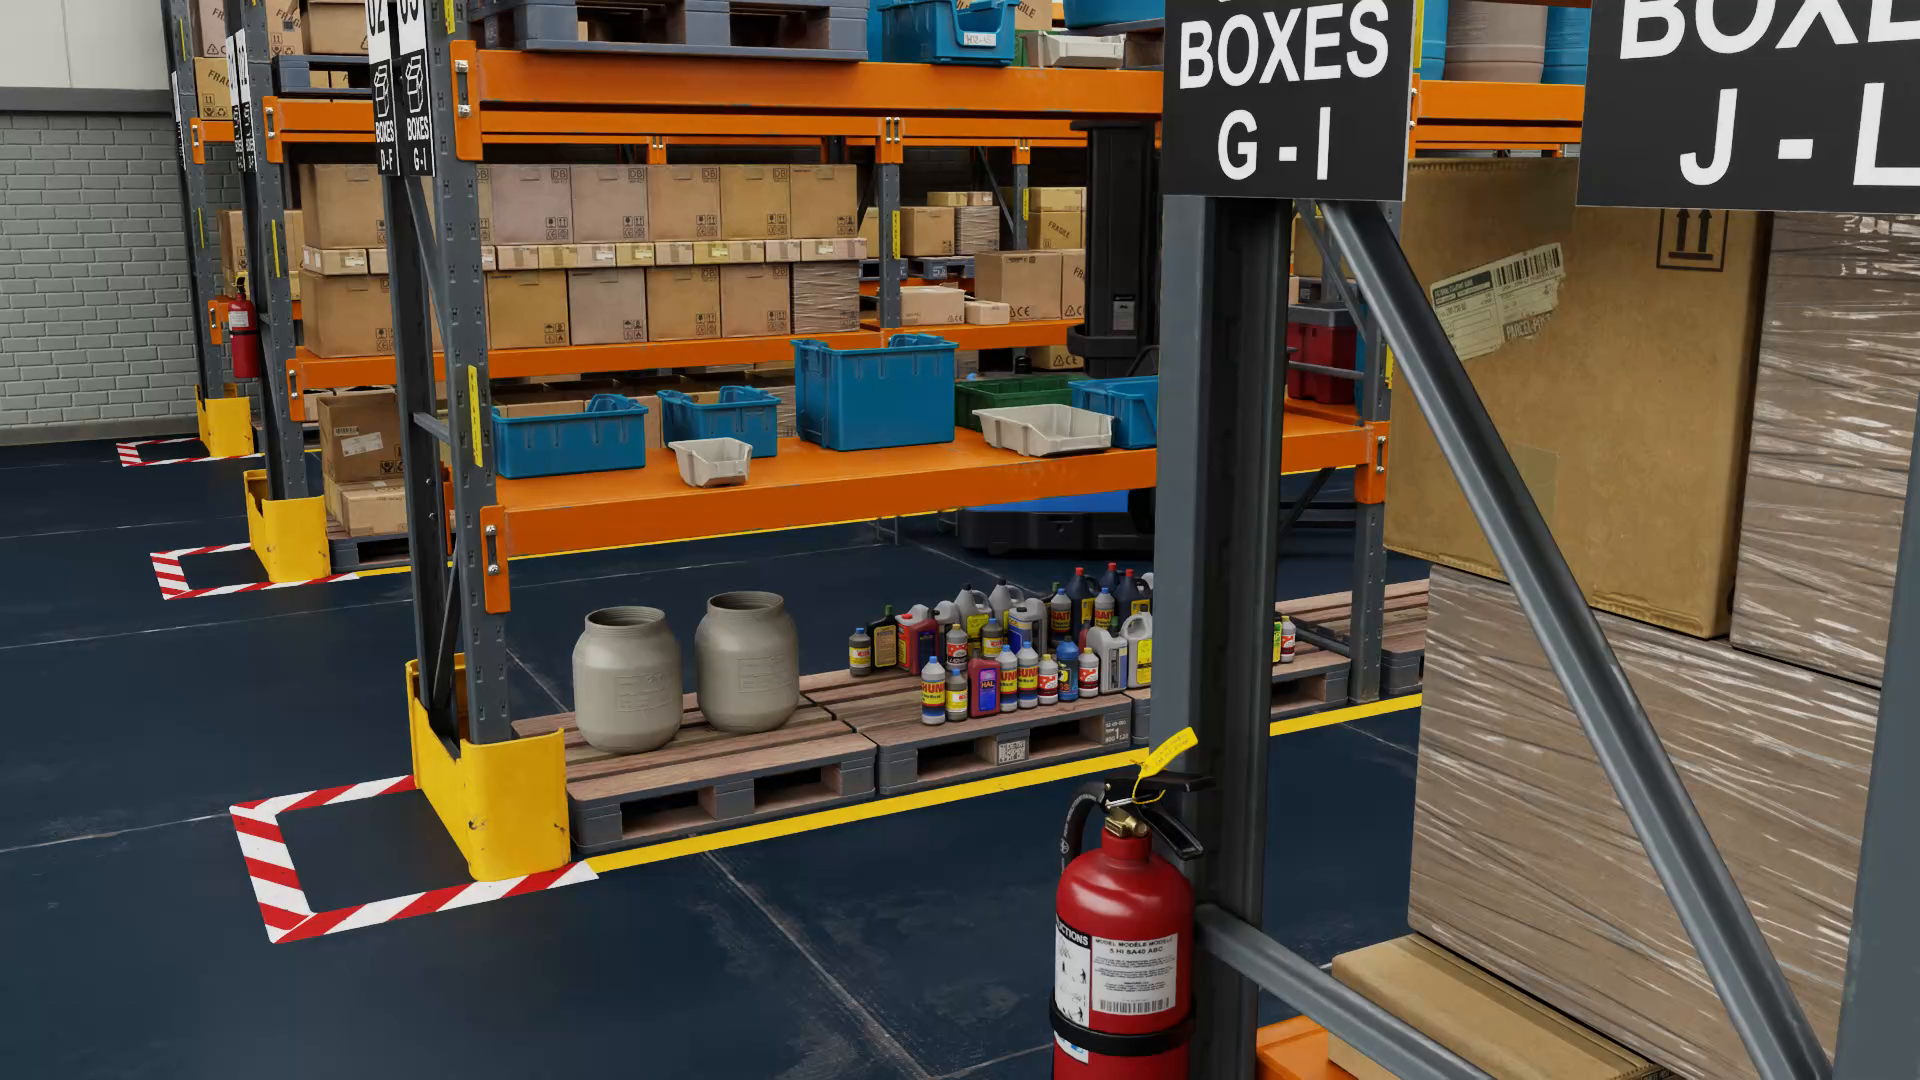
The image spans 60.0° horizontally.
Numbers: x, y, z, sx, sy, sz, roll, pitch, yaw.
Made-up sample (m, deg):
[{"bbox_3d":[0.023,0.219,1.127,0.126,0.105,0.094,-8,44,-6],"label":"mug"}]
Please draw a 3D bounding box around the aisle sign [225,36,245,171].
[{"bbox_3d":[-4.418,-2.651,10.135,0.004,0.787,0.394,-7,14,-28],"label":"aisle sign"}]

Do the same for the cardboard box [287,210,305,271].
[{"bbox_3d":[-5.594,-2.632,14.560,0.500,0.500,0.500,-7,14,-28],"label":"cardboard box"}]

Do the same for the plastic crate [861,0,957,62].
[{"bbox_3d":[-0.320,-2.092,6.778,0.575,0.384,0.392,-7,14,-28],"label":"plastic crate"}]

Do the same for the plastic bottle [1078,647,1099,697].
[{"bbox_3d":[0.548,0.563,7.145,0.097,0.201,0.097,0,13,0],"label":"plastic bottle"}]

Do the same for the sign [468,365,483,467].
[{"bbox_3d":[-1.589,-0.406,5.452,0.005,0.325,0.100,-7,14,-28],"label":"sign"}]

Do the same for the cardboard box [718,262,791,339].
[{"bbox_3d":[-1.555,-1.698,11.593,0.500,0.500,0.700,-7,14,-28],"label":"cardboard box"}]

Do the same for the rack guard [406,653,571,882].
[{"bbox_3d":[-1.805,0.825,6.306,0.348,0.500,1.175,-7,14,-28],"label":"rack guard"}]

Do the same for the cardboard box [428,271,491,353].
[{"bbox_3d":[-3.345,-1.484,10.645,0.500,0.500,0.700,-6,14,-26],"label":"cardboard box"}]

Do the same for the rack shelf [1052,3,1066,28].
[{"bbox_3d":[2.181,-5.720,18.578,4.000,0.370,1.077,-7,14,-28],"label":"rack shelf"}]

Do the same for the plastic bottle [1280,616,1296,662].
[{"bbox_3d":[1.493,0.450,7.648,0.097,0.201,0.097,0,13,0],"label":"plastic bottle"}]

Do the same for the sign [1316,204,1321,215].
[{"bbox_3d":[4.205,-3.972,19.470,0.005,0.325,0.100,-7,14,-28],"label":"sign"}]

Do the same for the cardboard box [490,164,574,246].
[{"bbox_3d":[-2.856,-2.176,10.765,0.500,0.500,0.700,-7,14,-28],"label":"cardboard box"}]

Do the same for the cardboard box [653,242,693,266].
[{"bbox_3d":[-1.960,-1.916,11.084,0.250,0.149,0.380,-6,14,-26],"label":"cardboard box"}]

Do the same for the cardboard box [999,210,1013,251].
[{"bbox_3d":[0.714,-3.433,18.580,0.500,0.500,0.500,-7,14,-28],"label":"cardboard box"}]

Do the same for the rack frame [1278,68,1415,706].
[{"bbox_3d":[1.662,-0.799,7.826,0.127,3.000,1.000,-7,14,-28],"label":"rack frame"}]

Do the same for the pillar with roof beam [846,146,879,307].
[{"bbox_3d":[0.933,-5.256,13.967,0.400,9.000,9.100,-7,14,-28],"label":"pillar with roof beam"}]

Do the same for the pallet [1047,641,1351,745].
[{"bbox_3d":[1.052,0.624,7.854,1.213,0.211,1.003,-7,14,-28],"label":"pallet"}]

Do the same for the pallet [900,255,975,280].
[{"bbox_3d":[-0.149,-2.940,17.776,1.003,0.211,1.213,-7,14,-28],"label":"pallet"}]

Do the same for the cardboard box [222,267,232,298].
[{"bbox_3d":[-6.279,-2.310,14.838,0.500,0.250,0.500,-7,14,-27],"label":"cardboard box"}]

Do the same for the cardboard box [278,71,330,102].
[{"bbox_3d":[-5.694,-3.846,14.260,0.500,0.500,0.500,-6,14,-24],"label":"cardboard box"}]

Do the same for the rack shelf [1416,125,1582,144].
[{"bbox_3d":[4.558,-3.497,14.624,4.000,0.370,1.077,-7,14,-28],"label":"rack shelf"}]

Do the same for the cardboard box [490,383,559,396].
[{"bbox_3d":[-3.020,-0.784,11.358,0.500,0.500,0.500,-7,14,-28],"label":"cardboard box"}]

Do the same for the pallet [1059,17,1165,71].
[{"bbox_3d":[1.075,-2.075,7.096,1.003,0.211,1.213,-7,14,-28],"label":"pallet"}]

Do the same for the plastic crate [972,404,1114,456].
[{"bbox_3d":[0.358,-0.450,6.879,0.437,0.136,0.530,-7,14,-28],"label":"plastic crate"}]

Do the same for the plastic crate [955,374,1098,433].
[{"bbox_3d":[0.335,-0.607,7.456,0.662,0.188,0.450,-7,14,-28],"label":"plastic crate"}]

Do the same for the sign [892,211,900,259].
[{"bbox_3d":[-0.441,-2.108,11.491,0.005,0.325,0.100,-7,14,-28],"label":"sign"}]

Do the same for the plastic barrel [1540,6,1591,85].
[{"bbox_3d":[3.152,-2.739,8.476,0.708,0.901,0.600,-7,14,-28],"label":"plastic barrel"}]

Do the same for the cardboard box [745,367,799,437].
[{"bbox_3d":[-1.265,-0.994,12.294,0.500,0.500,0.500,-7,14,-28],"label":"cardboard box"}]

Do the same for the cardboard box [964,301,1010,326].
[{"bbox_3d":[0.167,-1.685,12.336,0.250,0.149,0.380,-7,14,-28],"label":"cardboard box"}]

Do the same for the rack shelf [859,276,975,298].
[{"bbox_3d":[-1.330,-2.567,17.323,4.000,0.370,1.077,-7,14,-28],"label":"rack shelf"}]

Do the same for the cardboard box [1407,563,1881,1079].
[{"bbox_3d":[1.020,0.330,1.905,0.500,0.500,0.875,-7,14,-28],"label":"cardboard box"}]

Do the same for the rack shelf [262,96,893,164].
[{"bbox_3d":[-2.464,-2.656,10.884,4.000,0.370,1.077,-7,14,-28],"label":"rack shelf"}]

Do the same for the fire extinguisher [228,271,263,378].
[{"bbox_3d":[-4.546,-1.372,10.550,0.183,0.674,0.296,-7,14,-28],"label":"fire extinguisher"}]

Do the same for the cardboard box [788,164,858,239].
[{"bbox_3d":[-1.095,-2.387,11.703,0.500,0.500,0.700,-7,14,-28],"label":"cardboard box"}]

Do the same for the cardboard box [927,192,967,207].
[{"bbox_3d":[-0.138,-3.630,17.699,0.250,0.149,0.380,-10,16,-37],"label":"cardboard box"}]

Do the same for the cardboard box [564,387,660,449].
[{"bbox_3d":[-2.324,-0.733,11.132,0.500,0.500,0.500,-7,14,-28],"label":"cardboard box"}]

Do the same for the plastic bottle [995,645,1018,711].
[{"bbox_3d":[0.192,0.572,6.948,0.097,0.271,0.097,0,13,0],"label":"plastic bottle"}]

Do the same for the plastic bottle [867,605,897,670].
[{"bbox_3d":[-0.353,0.439,7.510,0.133,0.283,0.061,-6,14,-26],"label":"plastic bottle"}]

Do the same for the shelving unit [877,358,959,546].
[{"bbox_3d":[-0.281,-0.598,11.032,0.503,1.200,0.258,-9,15,-35],"label":"shelving unit"}]

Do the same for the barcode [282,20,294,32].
[{"bbox_3d":[-4.185,-3.204,10.360,0.075,0.075,0.001,-7,14,-28],"label":"barcode"}]

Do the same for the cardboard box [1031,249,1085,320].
[{"bbox_3d":[0.876,-1.988,12.884,0.500,0.500,0.500,-7,14,-28],"label":"cardboard box"}]

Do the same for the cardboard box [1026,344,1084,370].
[{"bbox_3d":[1.134,-2.337,18.601,0.750,0.750,0.750,-7,14,-29],"label":"cardboard box"}]

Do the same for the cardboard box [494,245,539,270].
[{"bbox_3d":[-2.866,-1.807,10.600,0.250,0.149,0.380,-7,15,-30],"label":"cardboard box"}]

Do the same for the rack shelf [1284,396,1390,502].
[{"bbox_3d":[3.417,-0.658,8.840,4.000,0.370,1.077,-7,14,-28],"label":"rack shelf"}]

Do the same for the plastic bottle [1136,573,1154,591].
[{"bbox_3d":[0.901,0.304,8.128,0.135,0.276,0.152,-6,14,-26],"label":"plastic bottle"}]

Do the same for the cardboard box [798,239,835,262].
[{"bbox_3d":[-1.062,-2.023,11.563,0.250,0.149,0.380,-7,15,-29],"label":"cardboard box"}]

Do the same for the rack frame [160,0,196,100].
[{"bbox_3d":[-6.596,-5.214,13.781,0.127,3.000,1.000,-7,14,-28],"label":"rack frame"}]

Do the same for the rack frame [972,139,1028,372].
[{"bbox_3d":[0.426,-3.129,18.179,0.127,3.000,1.000,-7,14,-28],"label":"rack frame"}]

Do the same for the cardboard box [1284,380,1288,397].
[{"bbox_3d":[2.461,-1.209,13.678,0.500,0.311,0.500,-6,14,-26],"label":"cardboard box"}]

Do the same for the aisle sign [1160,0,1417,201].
[{"bbox_3d":[0.326,-0.743,1.657,0.004,0.787,0.394,-7,14,-28],"label":"aisle sign"}]

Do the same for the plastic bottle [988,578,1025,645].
[{"bbox_3d":[0.216,0.349,7.759,0.185,0.351,0.144,-7,14,-28],"label":"plastic bottle"}]

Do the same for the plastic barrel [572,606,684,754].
[{"bbox_3d":[-1.308,0.547,6.556,0.421,0.512,0.421,0,13,0],"label":"plastic barrel"}]

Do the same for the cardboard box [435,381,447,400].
[{"bbox_3d":[-4.777,-1.465,15.479,0.500,0.500,0.700,-8,15,-31],"label":"cardboard box"}]

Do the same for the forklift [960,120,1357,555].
[{"bbox_3d":[1.526,-1.412,10.707,3.031,2.935,1.130,0,13,2],"label":"forklift"}]

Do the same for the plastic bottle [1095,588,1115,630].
[{"bbox_3d":[0.685,0.361,7.884,0.097,0.271,0.097,0,13,0],"label":"plastic bottle"}]

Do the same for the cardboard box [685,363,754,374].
[{"bbox_3d":[-2.447,-1.784,16.894,0.500,0.500,0.700,-6,14,-26],"label":"cardboard box"}]

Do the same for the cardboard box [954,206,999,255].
[{"bbox_3d":[0.018,-3.341,17.892,0.500,0.500,0.700,-9,15,-34],"label":"cardboard box"}]

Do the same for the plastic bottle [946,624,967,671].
[{"bbox_3d":[-0.015,0.481,7.510,0.097,0.201,0.097,0,13,0],"label":"plastic bottle"}]
